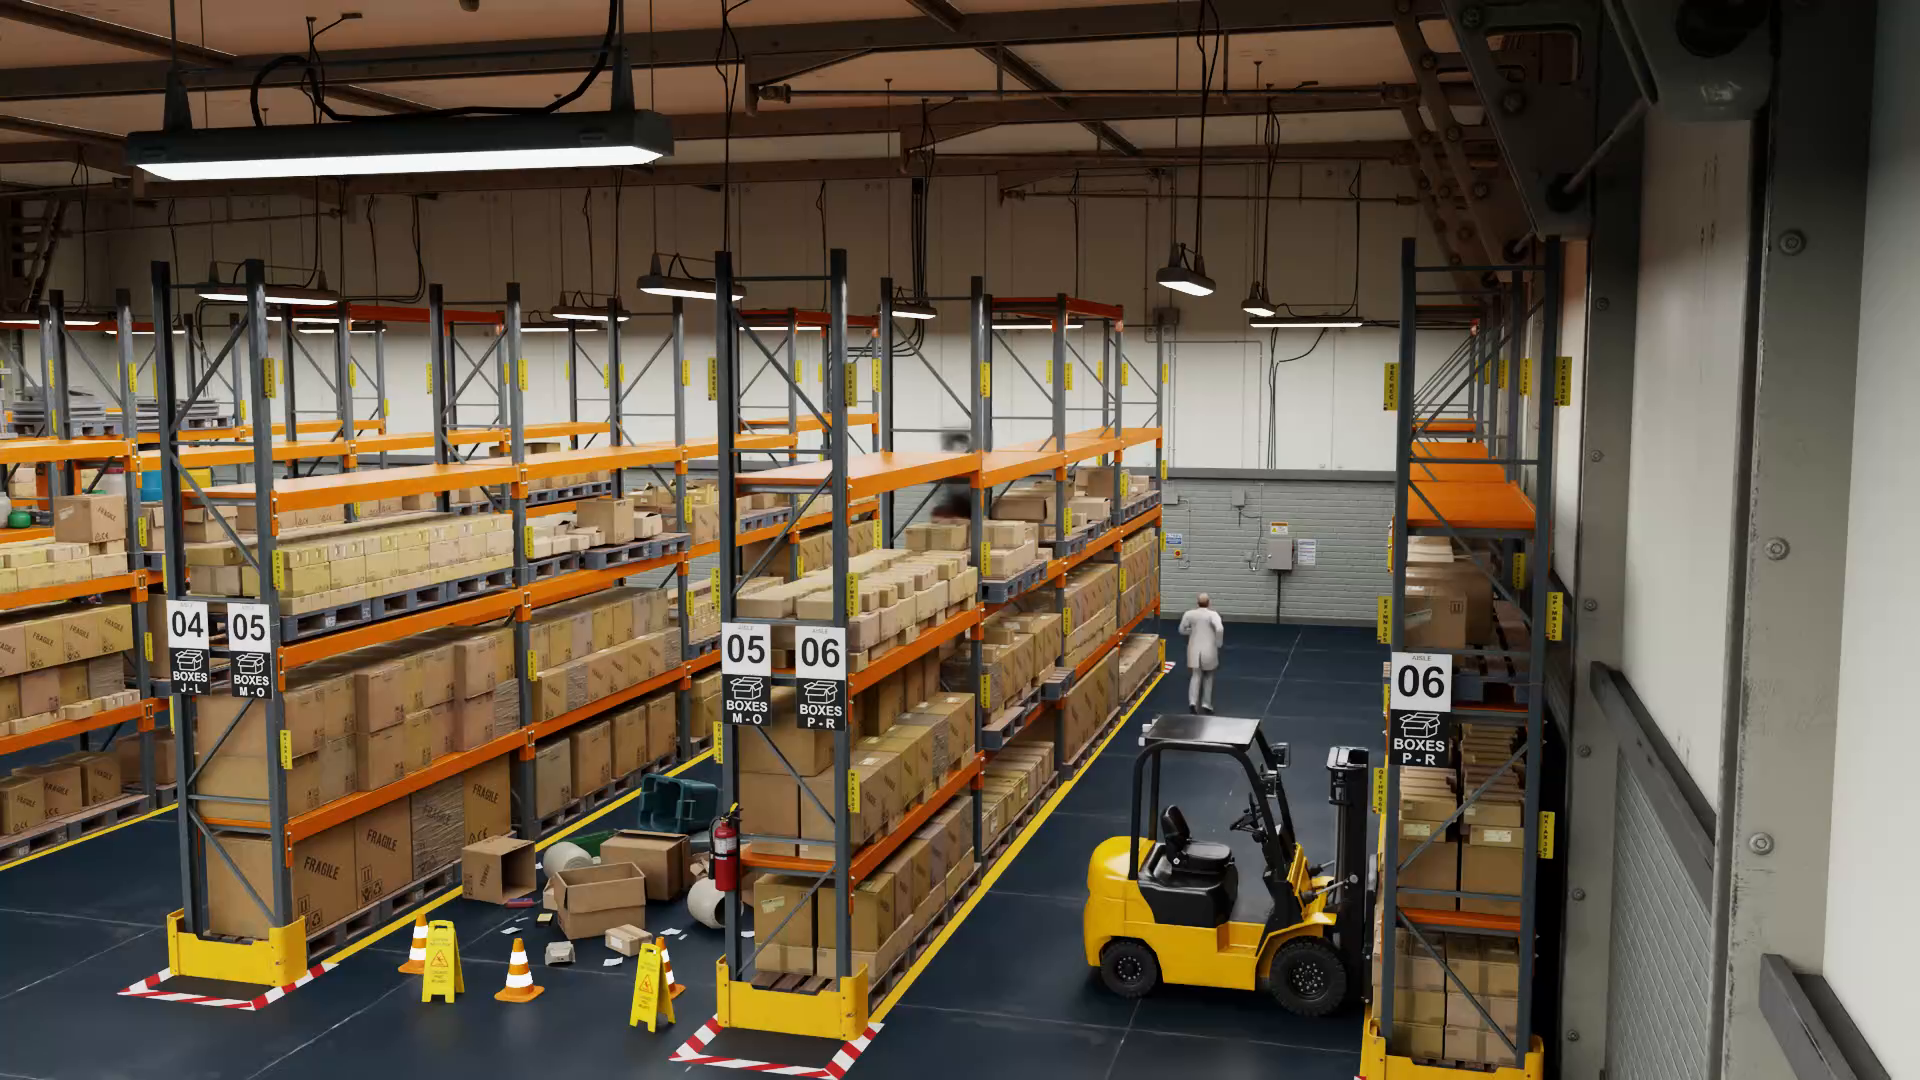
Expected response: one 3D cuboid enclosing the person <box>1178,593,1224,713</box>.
[{"bbox_3d":[3.559,1.687,24.525,0.703,1.808,0.937,2,6,17],"label":"person"}]
